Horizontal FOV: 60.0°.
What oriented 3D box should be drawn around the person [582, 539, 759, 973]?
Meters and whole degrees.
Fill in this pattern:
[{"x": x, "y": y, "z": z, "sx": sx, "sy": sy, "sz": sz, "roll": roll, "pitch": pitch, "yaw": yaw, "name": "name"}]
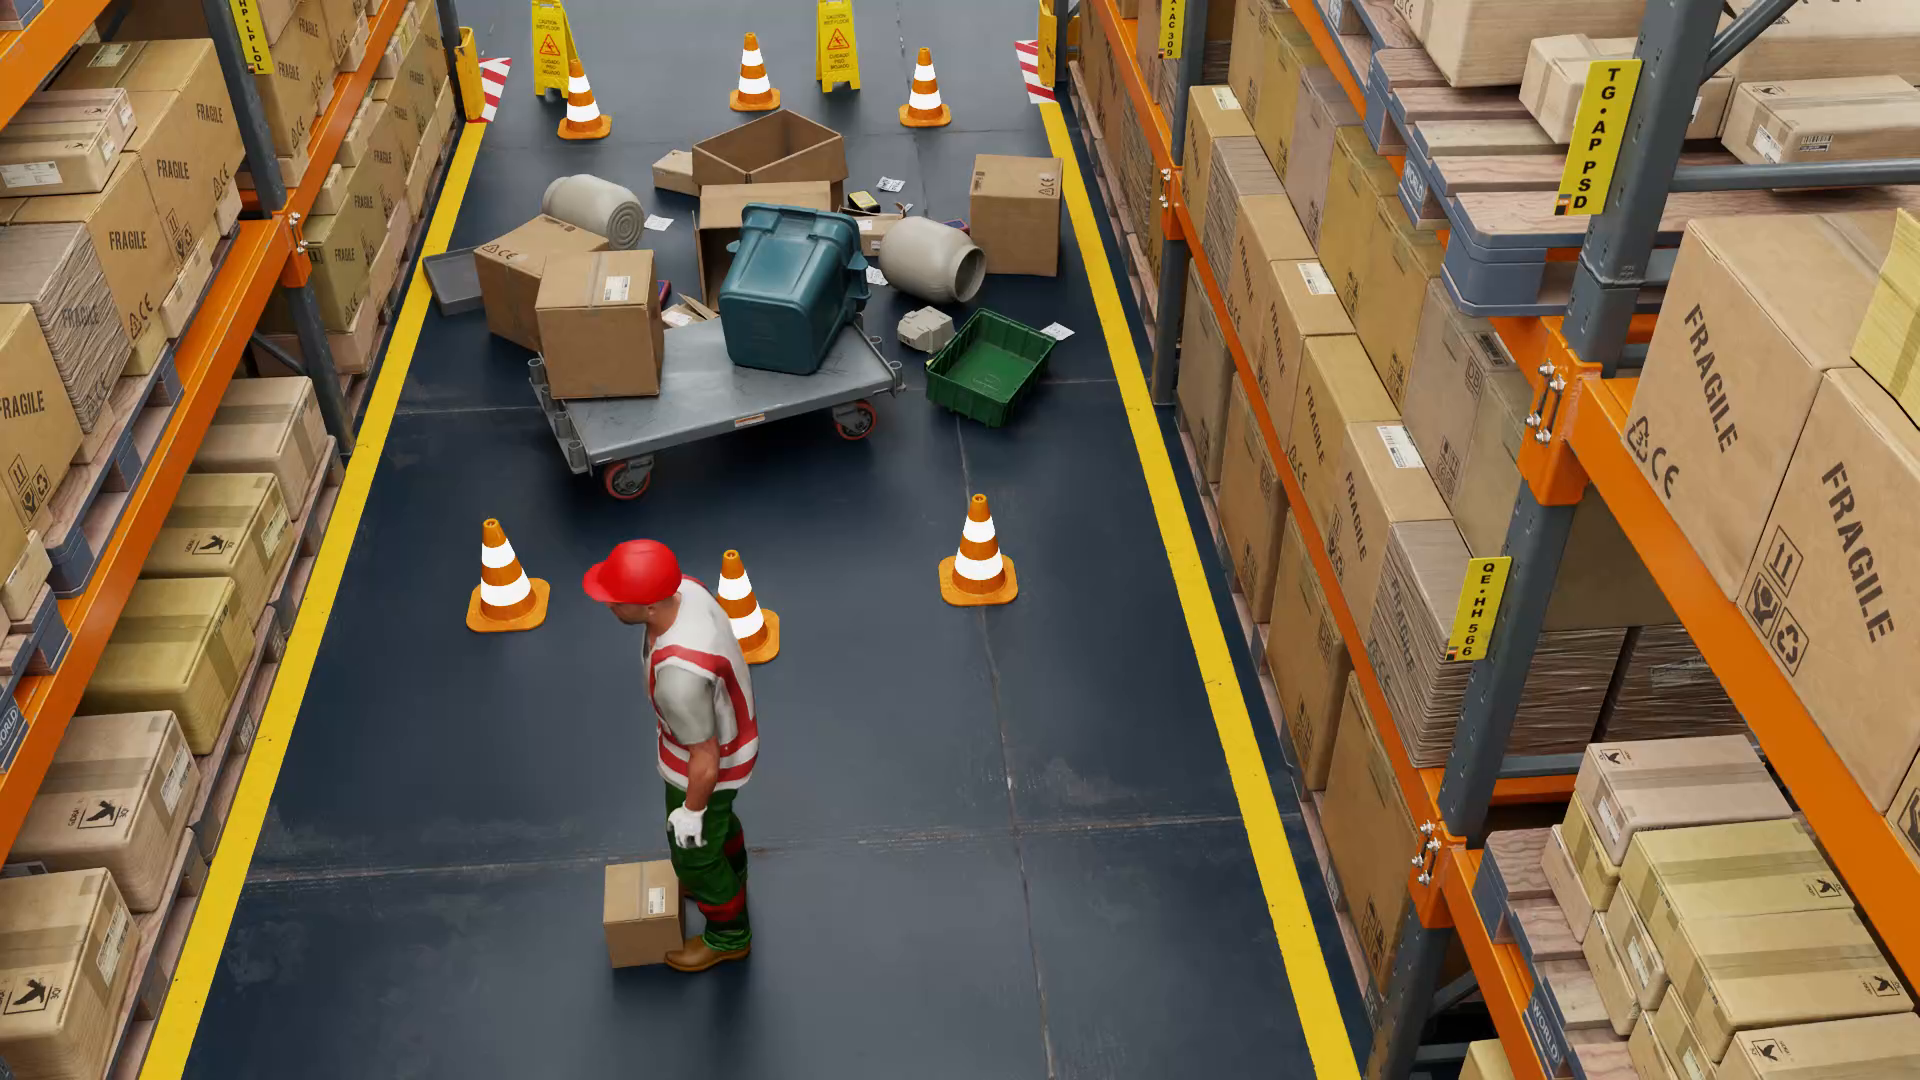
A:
[{"x": -0.862, "y": 0.685, "z": 5.289, "sx": 0.452, "sy": 1.778, "sz": 0.618, "roll": -5, "pitch": 39, "yaw": -7, "name": "person"}]
